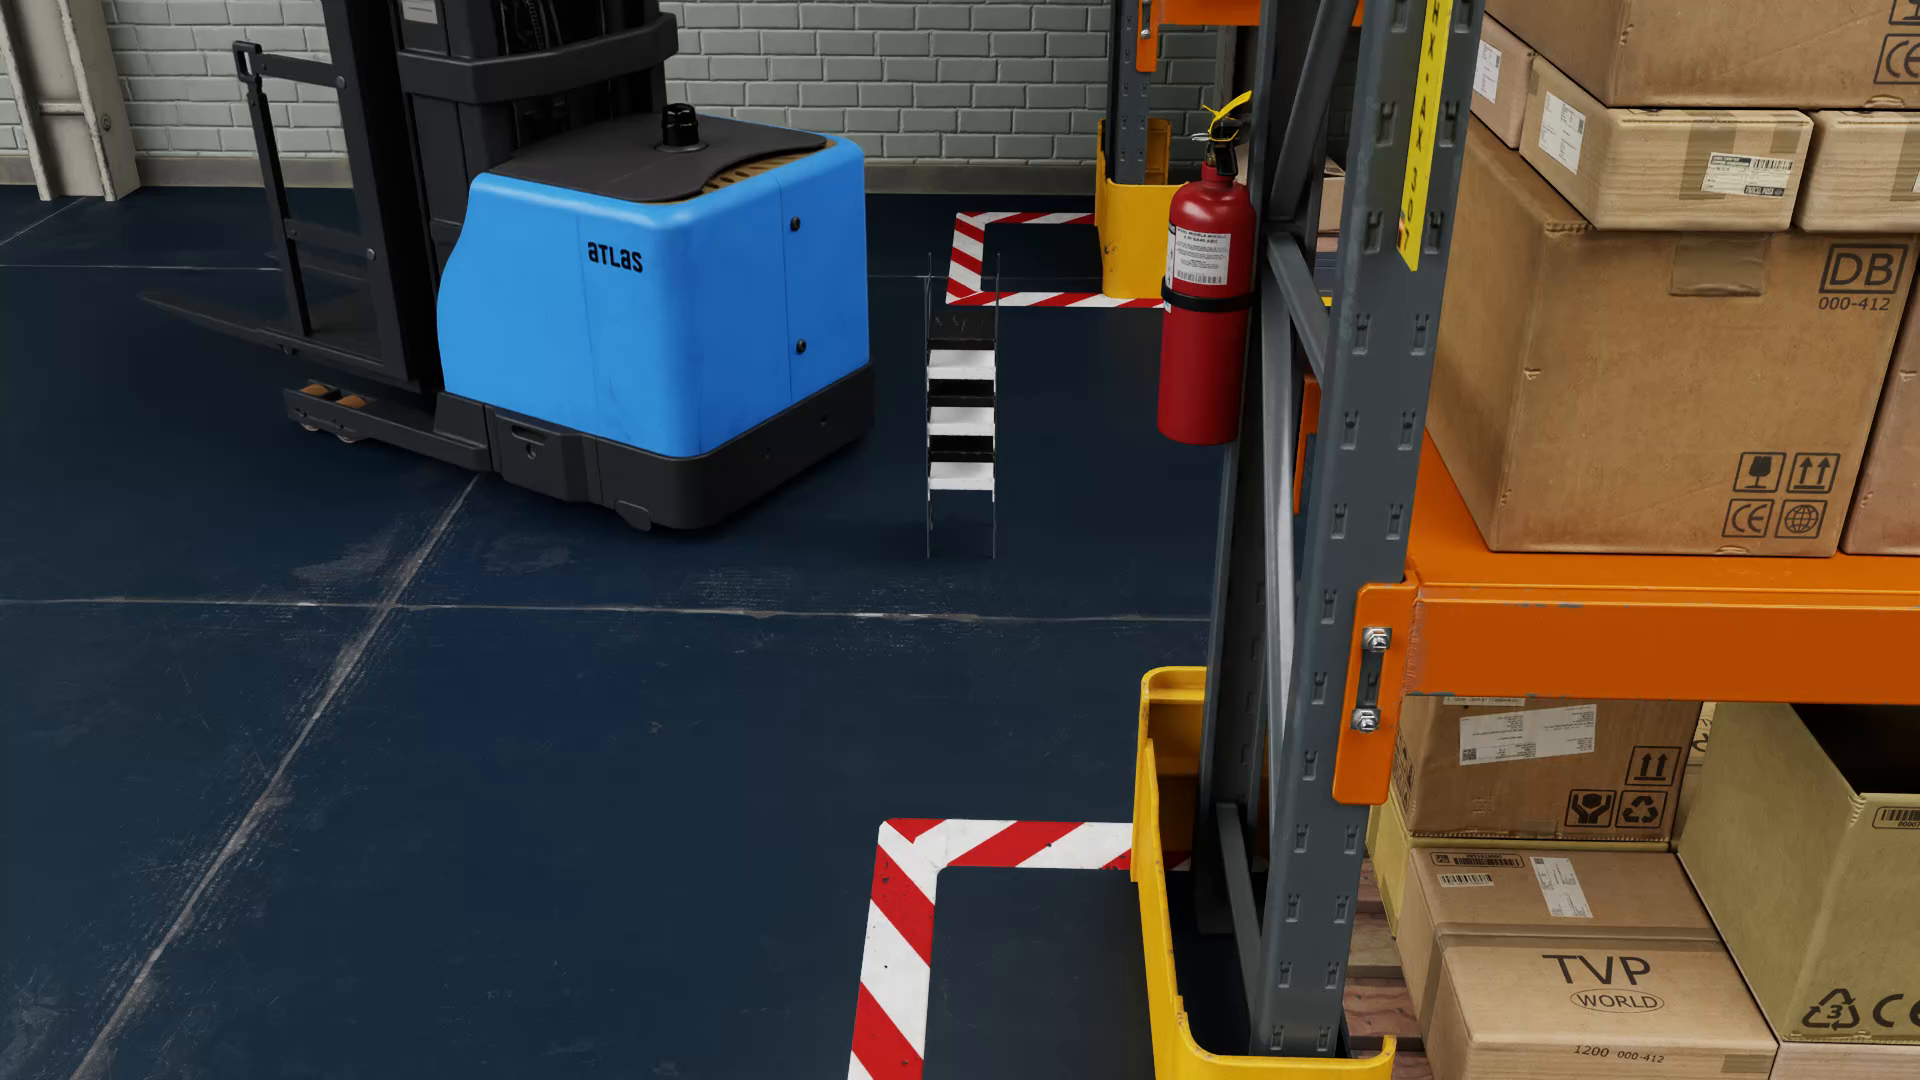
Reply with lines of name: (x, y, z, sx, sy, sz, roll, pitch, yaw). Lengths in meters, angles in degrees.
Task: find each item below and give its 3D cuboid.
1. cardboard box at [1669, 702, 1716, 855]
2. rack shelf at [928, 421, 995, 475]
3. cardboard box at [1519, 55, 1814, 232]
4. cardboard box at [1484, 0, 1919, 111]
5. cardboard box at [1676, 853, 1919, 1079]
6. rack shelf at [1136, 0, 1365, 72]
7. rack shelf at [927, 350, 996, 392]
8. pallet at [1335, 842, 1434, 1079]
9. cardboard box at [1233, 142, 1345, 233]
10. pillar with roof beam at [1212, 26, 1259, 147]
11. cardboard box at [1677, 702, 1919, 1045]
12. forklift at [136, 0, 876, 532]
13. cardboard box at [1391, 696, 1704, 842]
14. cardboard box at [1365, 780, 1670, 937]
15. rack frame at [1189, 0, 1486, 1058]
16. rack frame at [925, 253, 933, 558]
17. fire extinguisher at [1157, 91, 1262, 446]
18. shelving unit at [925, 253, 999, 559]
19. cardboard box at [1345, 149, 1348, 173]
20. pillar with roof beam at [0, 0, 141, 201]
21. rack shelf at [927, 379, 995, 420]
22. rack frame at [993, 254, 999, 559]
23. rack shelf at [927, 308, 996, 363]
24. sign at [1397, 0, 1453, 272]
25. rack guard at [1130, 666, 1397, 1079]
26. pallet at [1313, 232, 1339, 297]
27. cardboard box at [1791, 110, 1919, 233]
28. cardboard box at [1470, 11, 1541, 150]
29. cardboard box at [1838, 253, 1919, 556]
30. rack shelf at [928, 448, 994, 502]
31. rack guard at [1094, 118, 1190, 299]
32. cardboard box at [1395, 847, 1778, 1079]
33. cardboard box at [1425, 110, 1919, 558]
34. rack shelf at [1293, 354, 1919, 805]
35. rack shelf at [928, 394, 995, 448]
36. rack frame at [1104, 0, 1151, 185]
cardboard box: (1.618, 0.573, 3.453, 0.500, 0.250, 0.500, 1, 28, 2)
rack shelf: (0.008, -0.288, 5.097, 0.200, 0.077, 0.258, 1, 28, 2)
cardboard box: (0.956, -0.553, 2.290, 0.250, 0.149, 0.380, 1, 28, 1)
cardboard box: (1.090, -0.932, 2.313, 0.500, 0.500, 0.700, 1, 28, 2)
cardboard box: (1.599, 0.820, 2.988, 0.500, 0.250, 0.500, 1, 28, 2)
rack shelf: (2.741, -2.297, 7.148, 4.000, 0.370, 1.077, 1, 28, 2)
rack shelf: (0.008, -0.527, 4.970, 0.200, 0.077, 0.258, 1, 28, 2)
pallet: (1.337, 0.896, 3.334, 1.213, 0.211, 1.003, 1, 28, 2)
cardboard box: (1.431, -1.601, 7.468, 0.500, 0.311, 0.500, -2, 28, -4)
pillar with roof beam: (1.320, -3.677, 2.578, 0.400, 9.000, 9.100, 1, 28, 2)
cardboard box: (1.599, 0.489, 2.811, 0.500, 0.500, 0.500, 1, 28, 2)
forklift: (-1.819, -1.829, 5.571, 3.031, 2.935, 1.130, 16, 32, 28)
cardboard box: (1.118, 0.238, 3.284, 0.500, 0.500, 0.500, 1, 28, 2)
cardboard box: (1.118, 0.571, 3.458, 0.500, 0.250, 0.500, 1, 28, 2)
rack frame: (0.571, -0.329, 2.668, 0.127, 3.000, 1.000, 1, 28, 2)
rack frame: (-0.093, -0.399, 5.042, 0.006, 0.900, 0.240, 1, 28, 2)
fire extinguisher: (0.469, -0.514, 3.100, 0.183, 0.674, 0.296, 1, 28, 2)
shelving unit: (0.008, -0.397, 5.039, 0.210, 0.900, 0.258, 1, 28, 2)
cardboard box: (2.000, -1.591, 7.450, 0.500, 0.311, 0.500, 3, 28, 6)
pillar with roof beam: (-4.676, -3.776, 2.765, 0.400, 9.000, 9.100, 1, 28, 2)
rack shelf: (0.008, -0.448, 5.012, 0.200, 0.077, 0.258, 1, 28, 2)
rack frame: (0.110, -0.396, 5.036, 0.006, 0.900, 0.240, 1, 28, 2)
rack shelf: (0.008, -0.607, 4.928, 0.200, 0.077, 0.258, 1, 28, 2)
sign: (0.546, -0.487, 1.957, 0.005, 0.325, 0.100, 1, 28, 2)
rack guard: (0.547, 0.775, 3.254, 0.348, 0.500, 1.175, 1, 28, 2)
pallet: (1.629, -1.385, 7.637, 1.213, 0.211, 1.003, 1, 28, 2)
cardboard box: (1.220, -0.549, 2.285, 0.250, 0.149, 0.380, 0, 28, 0)
cardboard box: (0.960, -0.743, 2.649, 0.250, 0.149, 0.380, 0, 28, 1)
cardboard box: (1.562, -0.353, 2.607, 0.500, 0.500, 0.700, 2, 28, 3)
rack shelf: (0.008, -0.209, 5.139, 0.200, 0.077, 0.258, 1, 28, 2)
rack guard: (0.818, -1.542, 7.625, 0.348, 0.500, 1.175, 1, 28, 2)
cardboard box: (1.099, 0.813, 3.001, 0.500, 0.250, 0.500, 1, 28, 2)
cardboard box: (1.037, -0.360, 2.619, 0.500, 0.500, 0.700, 1, 28, 2)
rack shelf: (2.570, 0.022, 2.774, 4.000, 0.370, 1.077, 1, 28, 2)
rack shelf: (0.008, -0.368, 5.055, 0.200, 0.077, 0.258, 1, 28, 2)
rack frame: (0.742, -2.648, 7.042, 0.127, 3.000, 1.000, 1, 28, 2)
